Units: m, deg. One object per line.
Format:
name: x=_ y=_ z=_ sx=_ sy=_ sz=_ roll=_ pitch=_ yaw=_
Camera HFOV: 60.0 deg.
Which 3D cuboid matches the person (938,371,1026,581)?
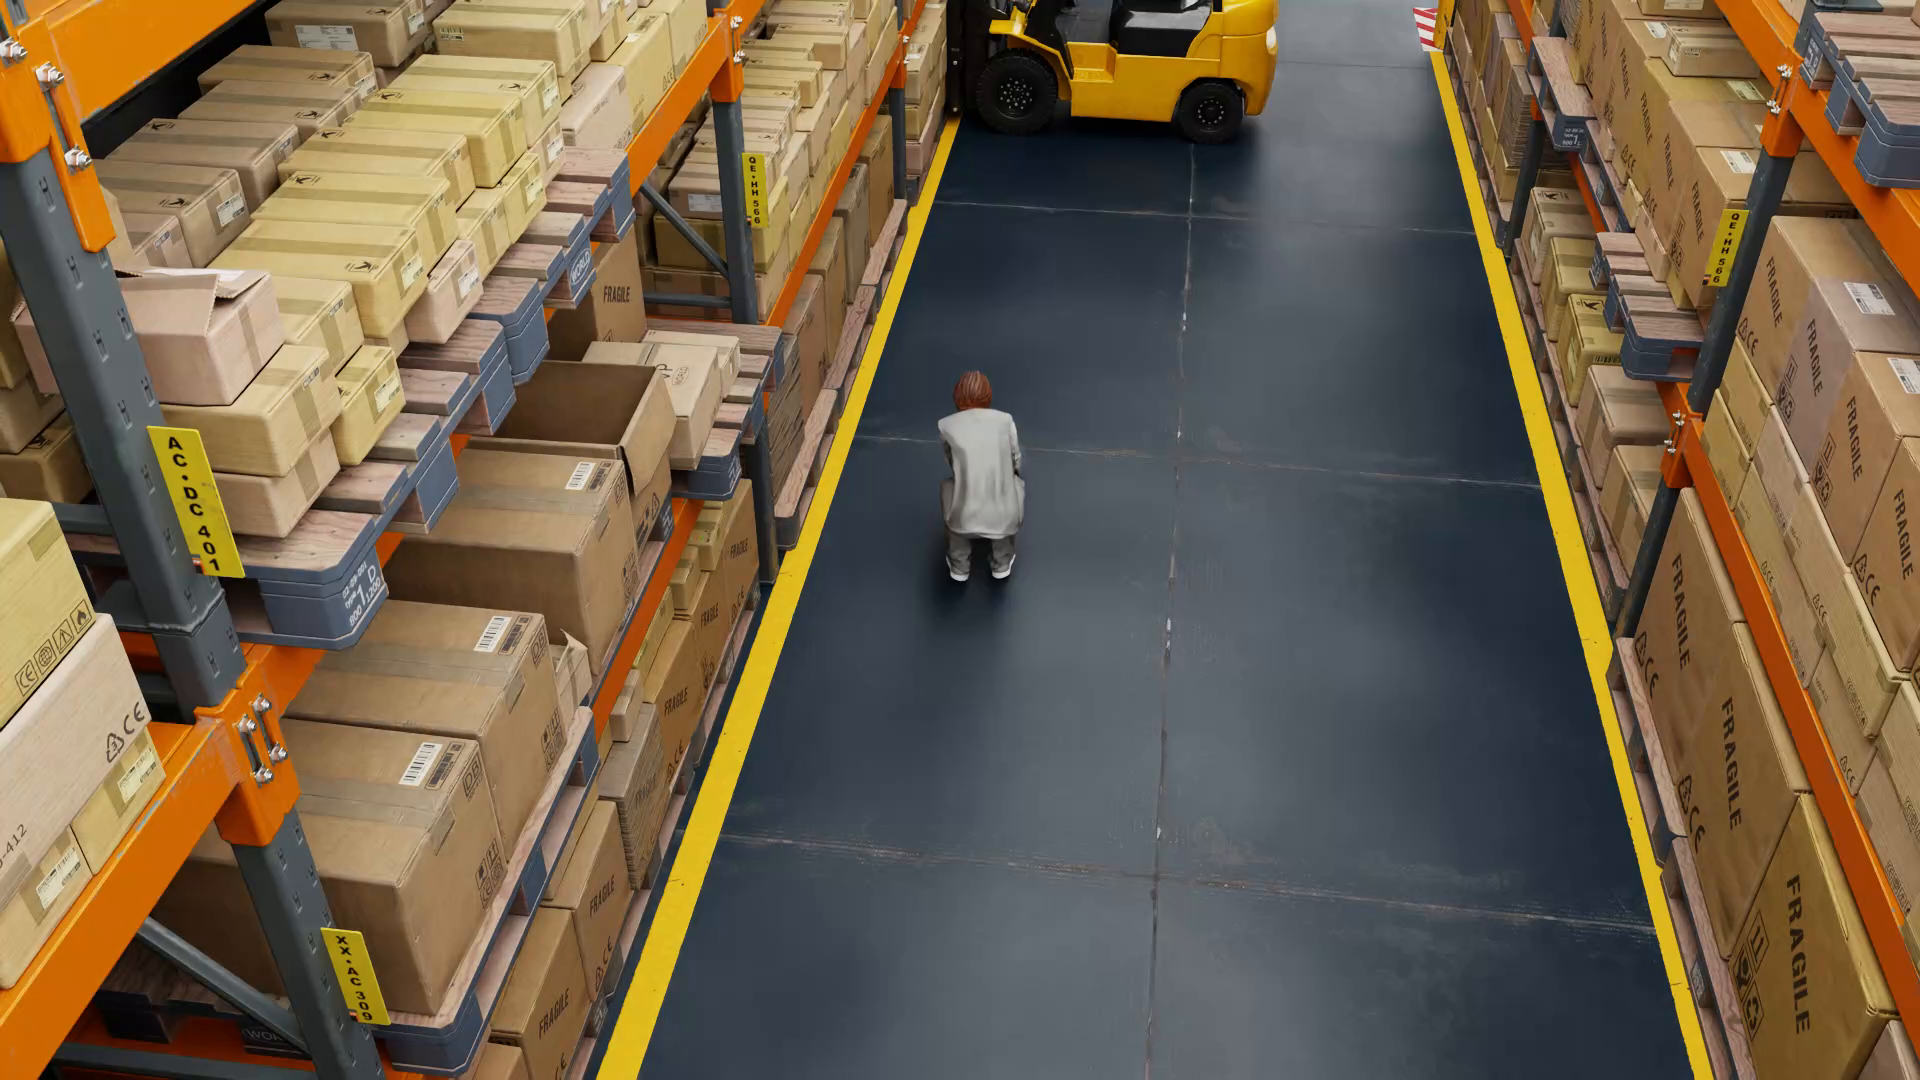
person: x=0.106 y=-0.295 z=8.038 sx=0.425 sy=0.896 sz=0.825 roll=1 pitch=37 yaw=2
